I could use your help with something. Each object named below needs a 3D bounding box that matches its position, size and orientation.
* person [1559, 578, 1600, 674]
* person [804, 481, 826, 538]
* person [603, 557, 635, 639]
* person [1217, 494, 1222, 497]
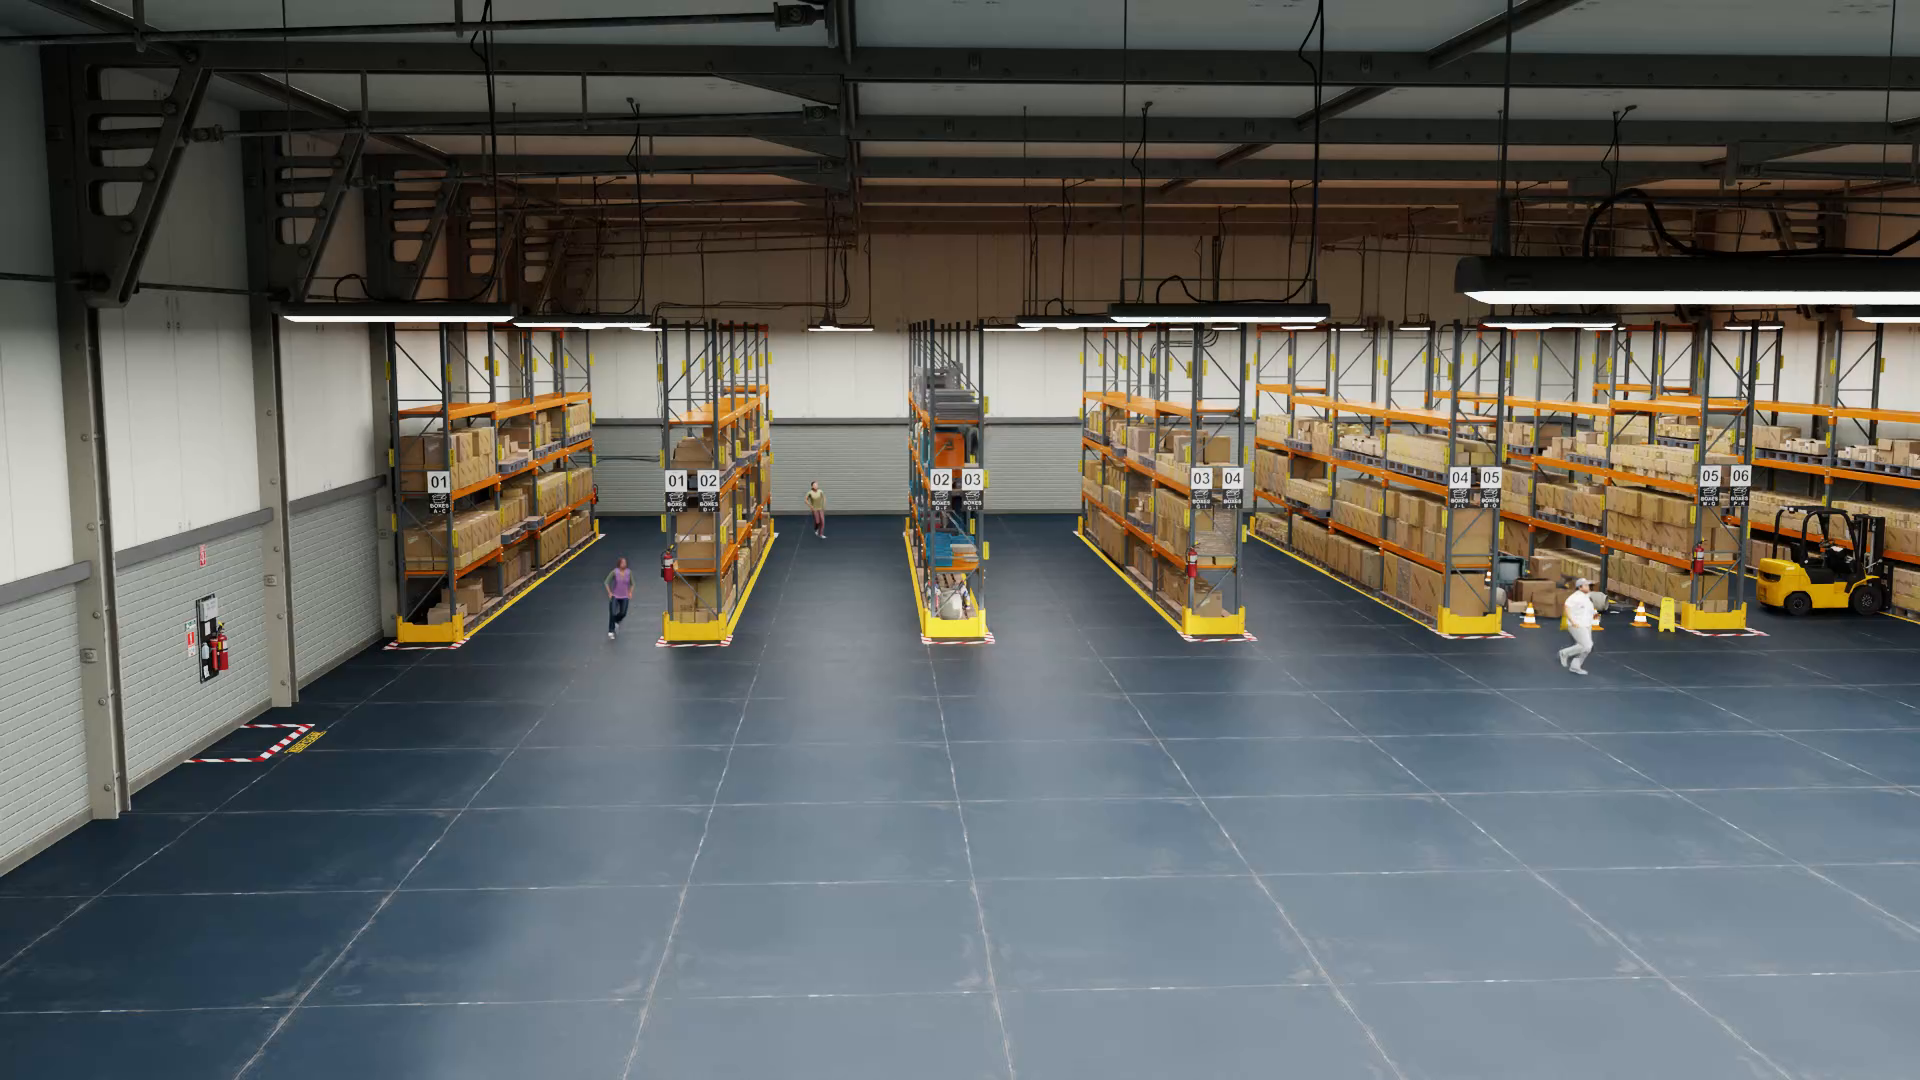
[{"bbox_3d":[10.493,1.457,28.125,0.559,1.635,0.634,7,10,43],"label":"person"},{"bbox_3d":[-4.041,-0.847,46.762,0.600,1.611,0.583,-3,8,-25],"label":"person"},{"bbox_3d":[-6.435,1.093,31.469,0.594,1.550,0.484,-2,7,-19],"label":"person"},{"bbox_3d":[7.730,-1.138,48.817,0.744,1.754,0.904,-7,10,-43],"label":"person"}]
